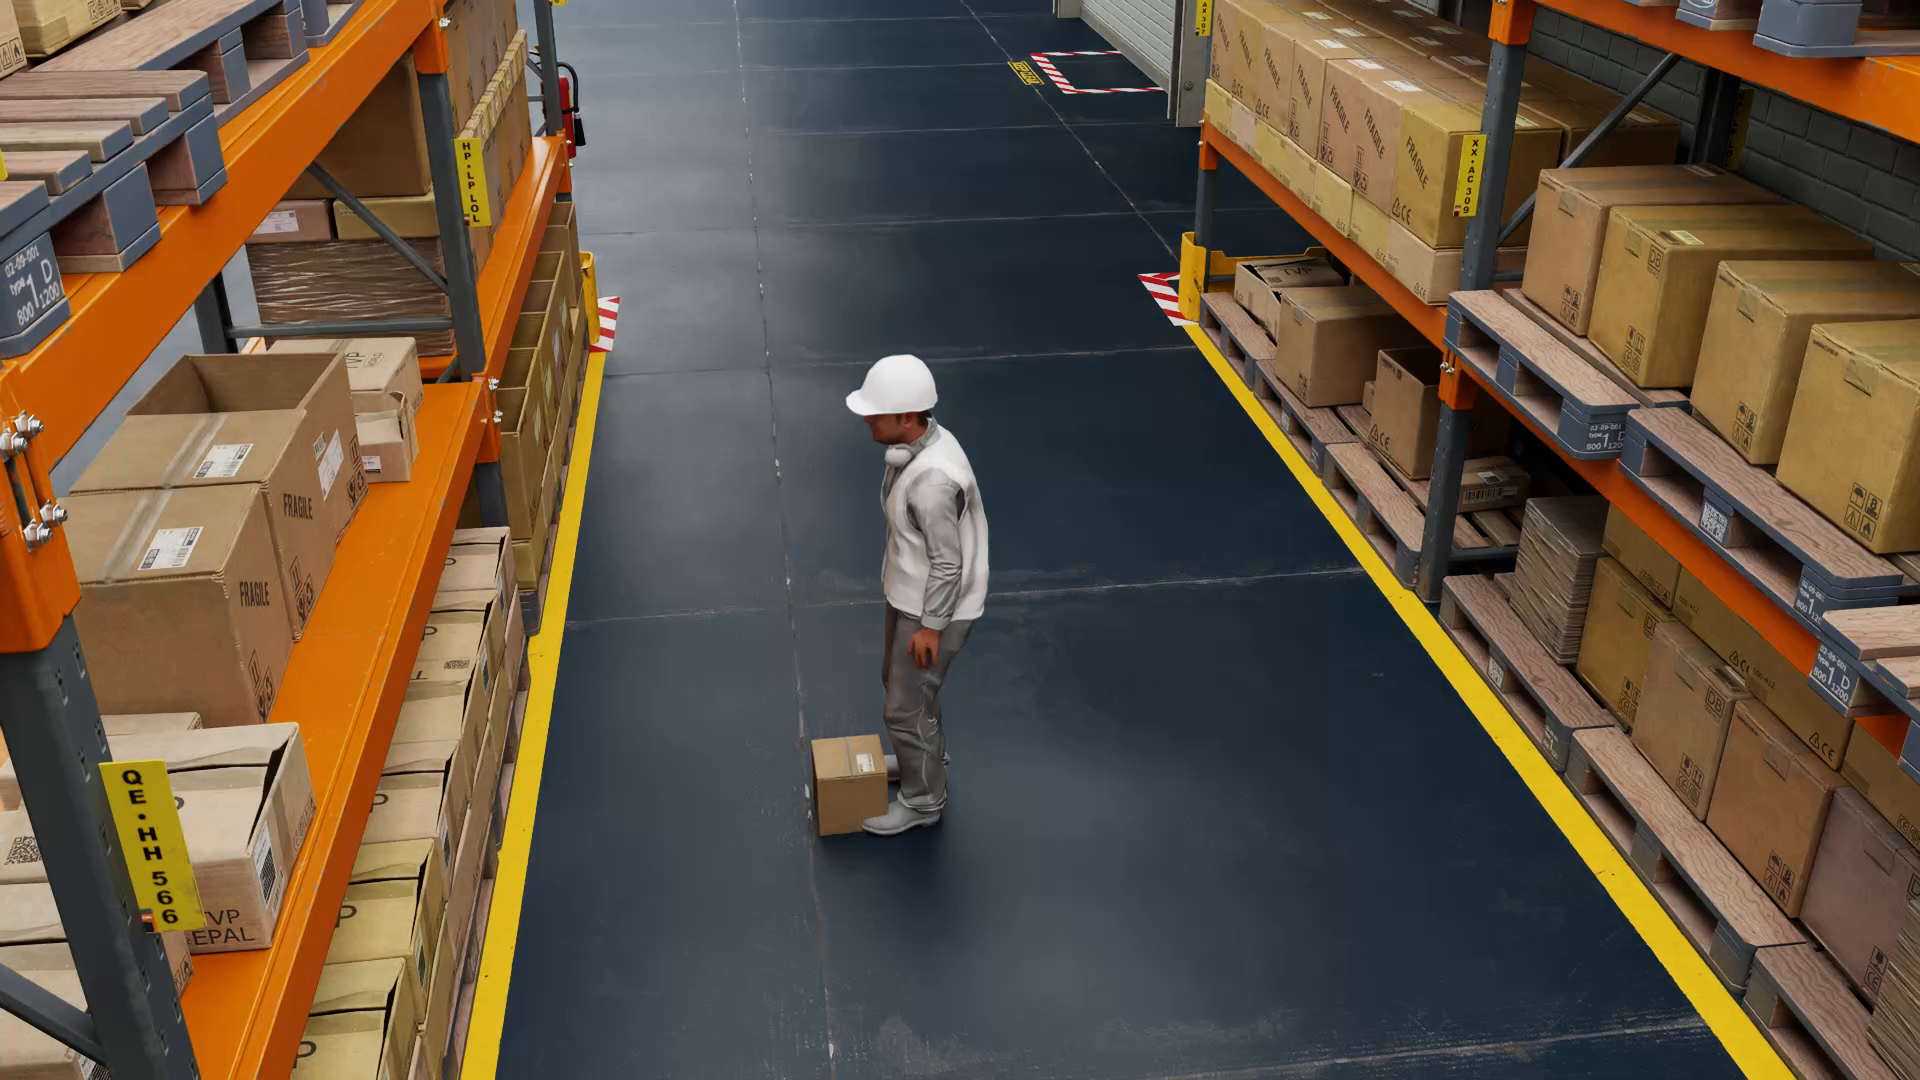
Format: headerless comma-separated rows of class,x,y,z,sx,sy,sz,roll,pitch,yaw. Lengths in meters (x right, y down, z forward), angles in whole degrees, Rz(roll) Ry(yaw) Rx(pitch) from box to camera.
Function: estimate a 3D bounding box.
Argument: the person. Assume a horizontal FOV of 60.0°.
person,-0.145,0.191,5.716,0.476,1.769,0.580,-5,27,-10
